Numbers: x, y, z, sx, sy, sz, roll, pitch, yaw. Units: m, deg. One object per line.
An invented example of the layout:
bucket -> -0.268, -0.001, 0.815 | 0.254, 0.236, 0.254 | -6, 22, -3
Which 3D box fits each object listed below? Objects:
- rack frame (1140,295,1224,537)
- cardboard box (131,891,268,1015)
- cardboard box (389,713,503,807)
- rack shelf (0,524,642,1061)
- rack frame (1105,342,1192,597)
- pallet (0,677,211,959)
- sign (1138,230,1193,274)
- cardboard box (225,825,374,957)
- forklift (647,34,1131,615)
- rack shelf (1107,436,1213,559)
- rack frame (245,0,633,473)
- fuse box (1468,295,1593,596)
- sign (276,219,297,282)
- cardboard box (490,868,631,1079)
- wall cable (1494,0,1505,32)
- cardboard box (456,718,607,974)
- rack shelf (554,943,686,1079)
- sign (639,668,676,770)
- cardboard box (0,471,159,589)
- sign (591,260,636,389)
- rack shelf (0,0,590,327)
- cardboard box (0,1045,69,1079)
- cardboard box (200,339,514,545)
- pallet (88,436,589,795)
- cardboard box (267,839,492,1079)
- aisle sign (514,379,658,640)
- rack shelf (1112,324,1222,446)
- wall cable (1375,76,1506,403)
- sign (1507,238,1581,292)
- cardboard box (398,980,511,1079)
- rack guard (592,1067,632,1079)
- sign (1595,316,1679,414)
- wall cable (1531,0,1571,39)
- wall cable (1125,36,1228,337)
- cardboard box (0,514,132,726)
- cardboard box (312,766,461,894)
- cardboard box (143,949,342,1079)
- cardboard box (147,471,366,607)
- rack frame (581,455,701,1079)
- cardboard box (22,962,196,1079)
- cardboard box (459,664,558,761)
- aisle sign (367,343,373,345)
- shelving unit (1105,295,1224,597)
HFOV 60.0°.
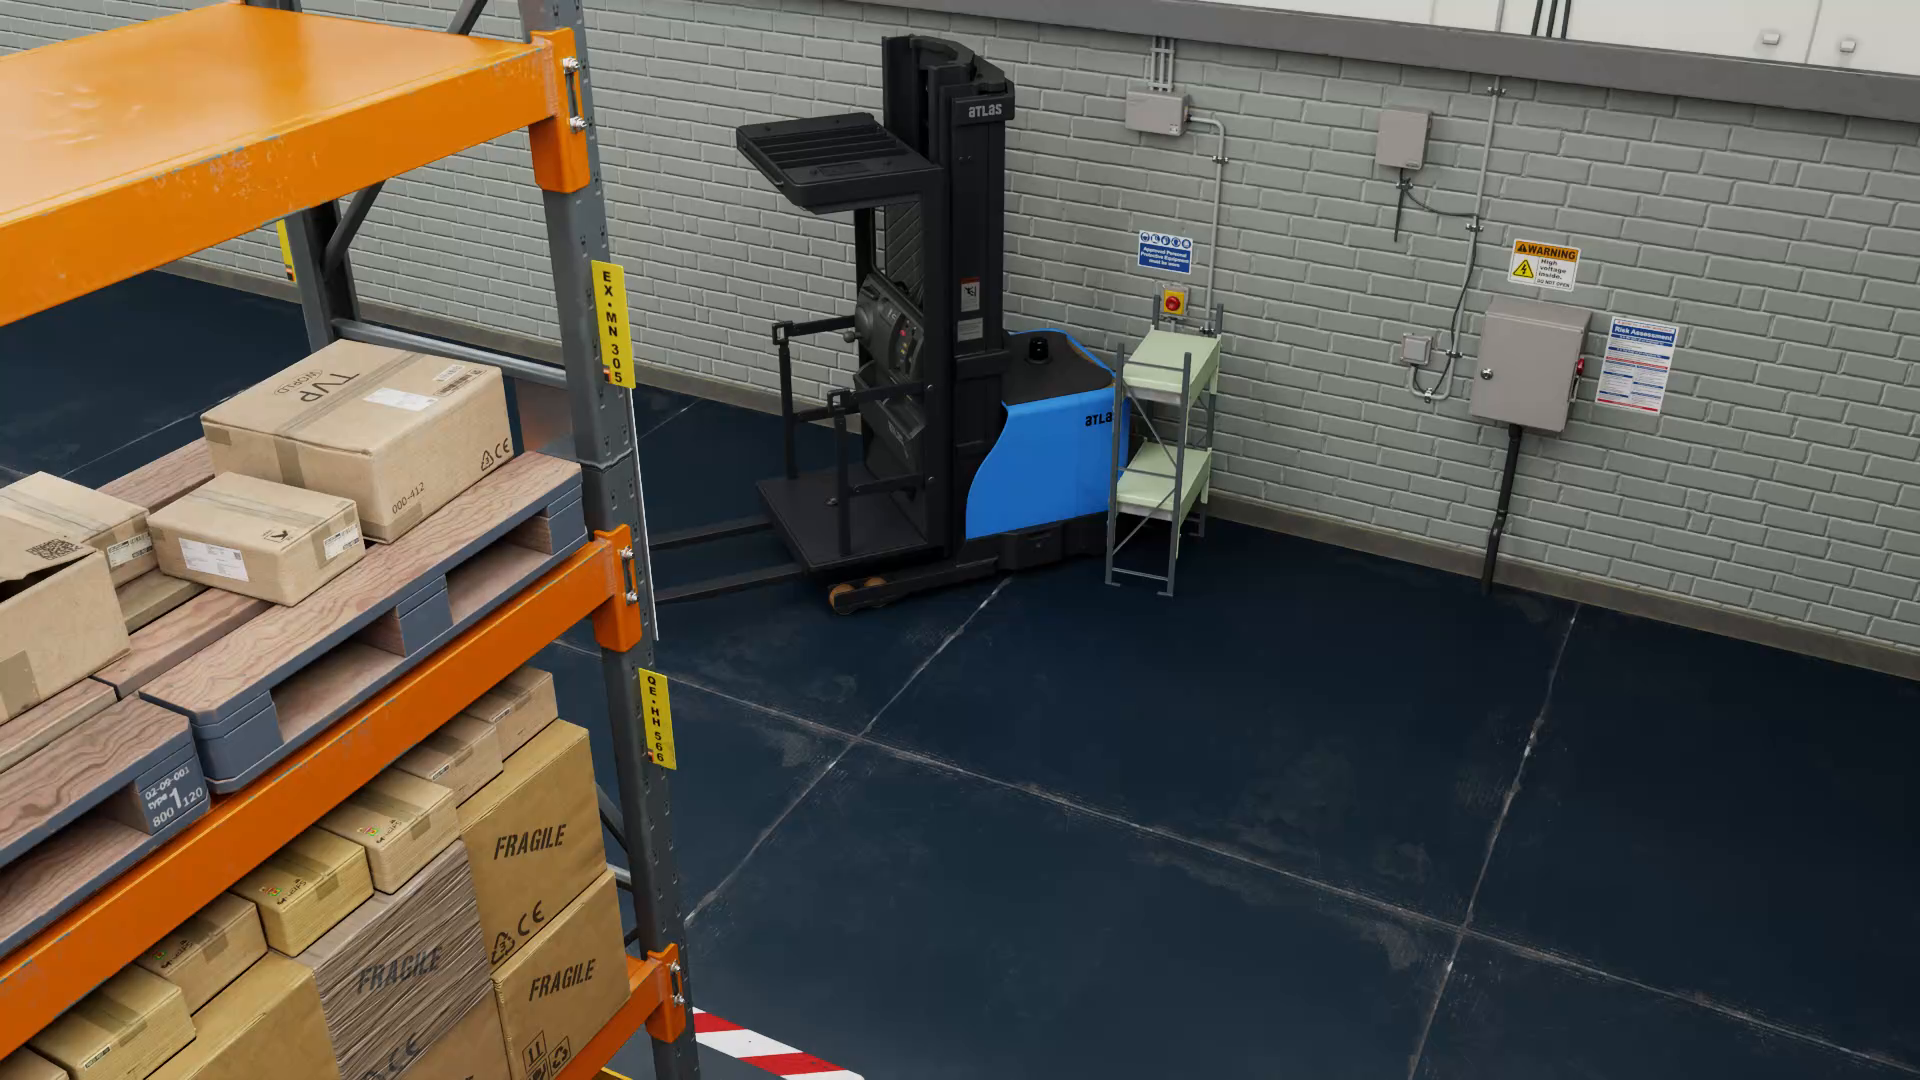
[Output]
rack frame -> 1.291, -0.706, 9.764 | 0.400, 1.500, 0.023 | 11, 32, 18
cardboard box -> -1.797, 0.887, 3.729 | 0.380, 0.149, 0.250 | 14, 33, 23
cardboard box -> -1.420, 0.551, 4.313 | 0.380, 0.149, 0.250 | 15, 33, 24
rack shelf -> -2.252, 0.885, 3.198 | 1.077, 0.370, 4.000 | 14, 33, 23
rack frame -> 1.028, -0.366, 9.171 | 0.400, 1.500, 0.023 | 11, 32, 18
pallet -> -2.224, 0.598, 3.063 | 1.003, 0.211, 1.213 | 14, 33, 23
sign -> 1.192, -1.674, 9.671 | 0.327, 0.218, 0.001 | 14, 33, 23
cardboard box -> -1.614, 0.787, 3.902 | 0.380, 0.149, 0.250 | 15, 33, 24
forklift -> -0.577, -1.152, 9.104 | 3.031, 2.935, 1.130 | -12, 32, -19
rack shelf -> 1.159, -0.253, 9.630 | 0.431, 0.370, 0.720 | 11, 32, 18
rack frame -> -1.341, -1.615, 3.816 | 1.000, 3.000, 0.127 | 14, 33, 23
fuse box -> 3.011, -0.418, 9.051 | 0.539, 1.711, 0.414 | 14, 33, 23
sign -> -1.832, -0.856, 4.550 | 0.100, 0.325, 0.005 | 14, 33, 23
cardboard box -> -1.325, 1.217, 4.808 | 0.500, 0.500, 0.500 | 14, 33, 24
wall cable -> 1.668, -4.029, 8.019 | 2.355, 3.000, 0.029 | 14, 33, 23
cardboard box -> -1.349, 0.777, 4.570 | 0.500, 0.500, 0.500 | 15, 33, 25
rack shelf -> -2.252, 2.185, 3.945 | 1.077, 0.370, 4.000 | 14, 33, 23
sign -> -0.864, 0.511, 4.738 | 0.100, 0.325, 0.005 | 14, 33, 23
cardboard box -> -2.041, 0.000, 3.747 | 0.380, 0.149, 0.250 | 16, 33, 25
sign -> -0.864, -0.534, 4.137 | 0.100, 0.325, 0.005 | 14, 33, 23
rack shelf -> -2.252, -0.243, 2.551 | 1.077, 0.370, 4.000 | 14, 33, 23
cardboard box -> -1.995, 1.123, 3.317 | 0.380, 0.149, 0.250 | 15, 33, 25
cardboard box -> -1.466, -0.255, 4.088 | 0.500, 0.250, 0.500 | 11, 32, 19
pallet -> -1.670, 0.056, 4.008 | 1.003, 0.211, 1.213 | 14, 33, 23
cardboard box -> -1.561, 1.016, 4.155 | 0.500, 0.500, 0.500 | 14, 33, 23
aisle sign -> -1.032, -0.102, 4.596 | 0.394, 0.787, 0.004 | 14, 33, 23
rack shelf -> 1.159, -0.874, 9.273 | 0.431, 0.370, 0.720 | 11, 32, 18
wall cable -> 2.475, -1.642, 8.868 | 0.588, 1.984, 0.122 | 14, 33, 23
sign -> 3.056, -1.440, 8.706 | 0.339, 0.242, 0.001 | 14, 33, 23
cardboard box -> -1.567, 1.436, 4.427 | 0.500, 0.500, 0.500 | 14, 33, 22
rack guard -> -1.330, 2.060, 5.951 | 1.175, 0.500, 0.348 | 14, 33, 23
sign -> 3.545, -0.916, 8.718 | 0.329, 0.494, 0.001 | 14, 33, 23
wall cable -> 4.131, -3.396, 6.881 | 2.988, 3.039, 0.133 | 14, 33, 23
wall cable -> 1.207, -1.972, 9.411 | 0.585, 1.953, 0.123 | 14, 33, 23
cardboard box -> -2.067, 0.151, 3.320 | 0.500, 0.311, 0.500 | 15, 33, 24
cardboard box -> -1.463, 0.684, 4.081 | 0.380, 0.149, 0.250 | 14, 33, 23
cardboard box -> -1.789, 1.234, 3.774 | 0.500, 0.500, 0.500 | 14, 33, 23
cardboard box -> -1.586, -0.007, 3.758 | 0.380, 0.149, 0.250 | 12, 32, 19
rack frame -> -1.341, 0.987, 5.310 | 1.000, 3.000, 0.127 | 14, 33, 23
cardboard box -> -1.859, 1.011, 3.512 | 0.380, 0.149, 0.250 | 15, 33, 24
cardboard box -> -1.326, 0.433, 4.519 | 0.380, 0.149, 0.250 | 15, 33, 24
aisle sign -> -1.566, -0.238, 4.833 | 0.394, 0.787, 0.004 | 14, 33, 23
shelving unit -> 1.159, -0.536, 9.468 | 0.431, 1.500, 0.755 | 11, 32, 18
